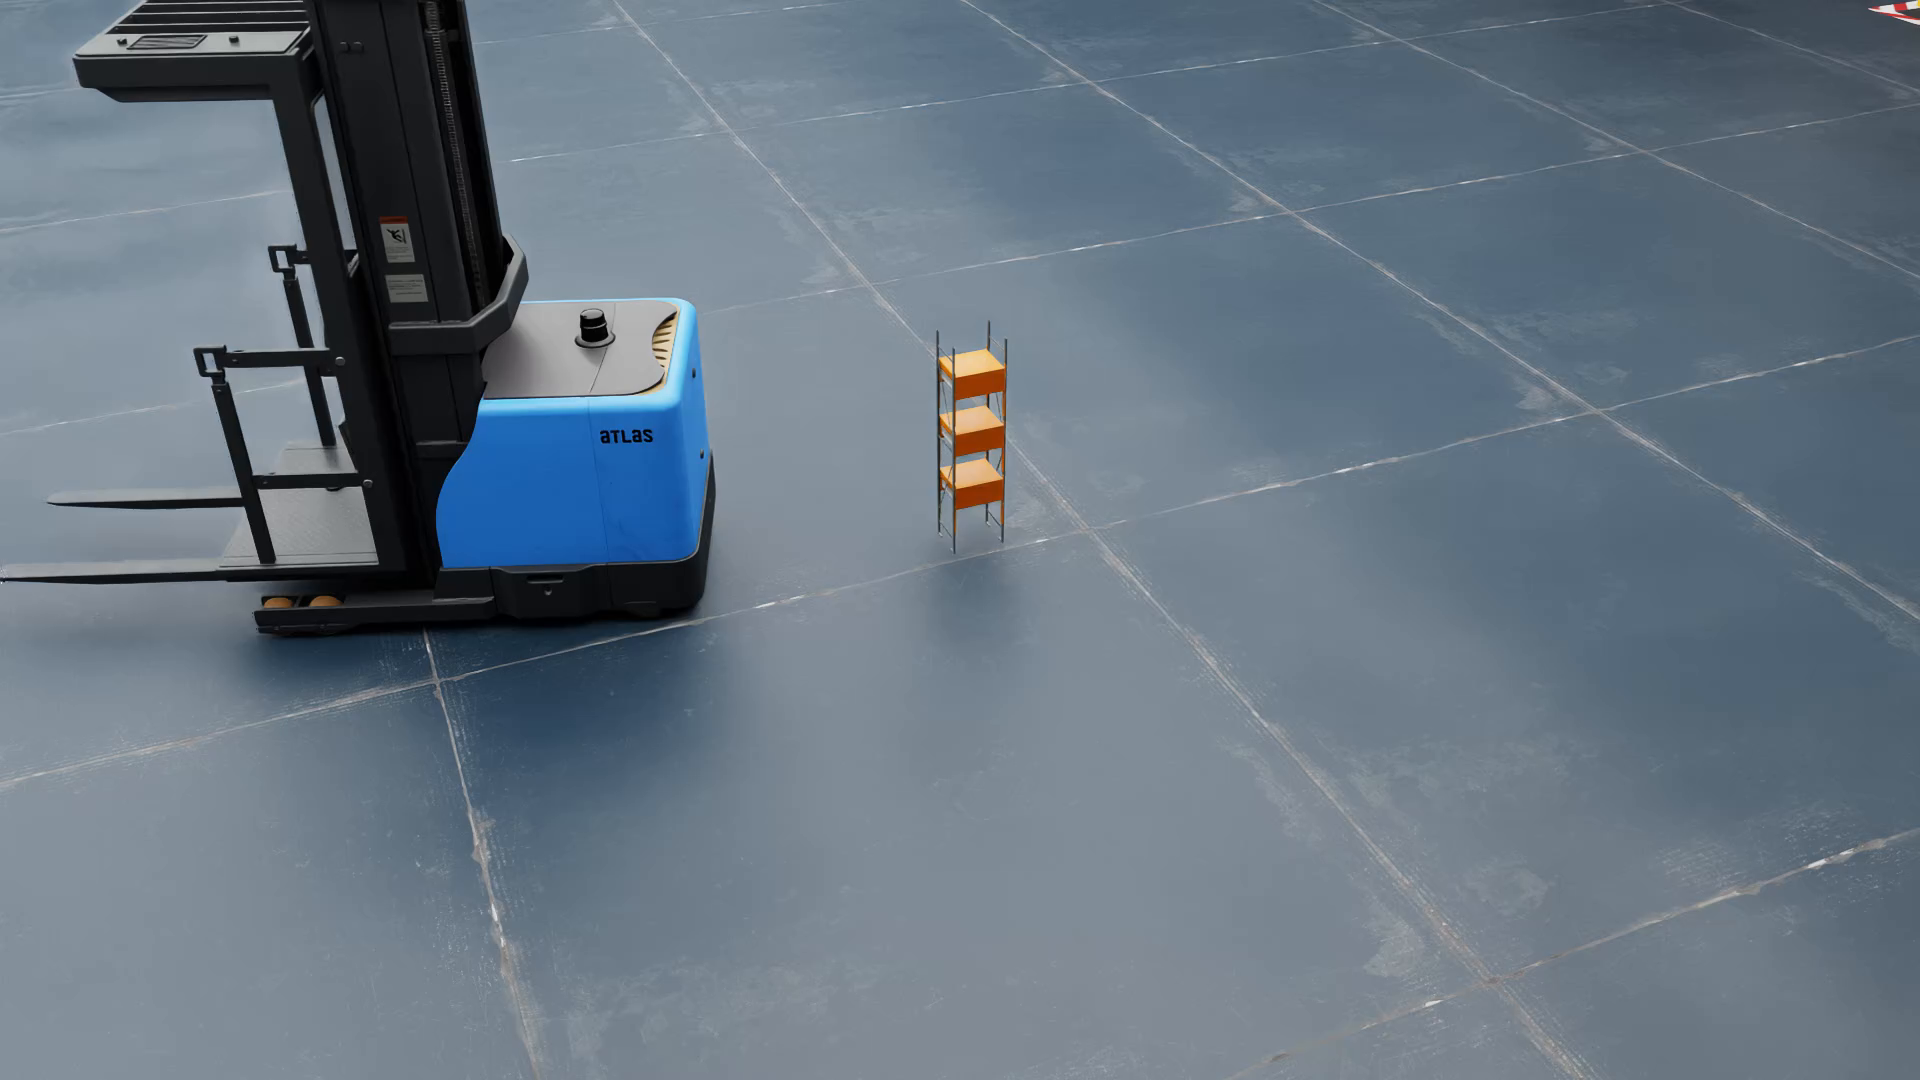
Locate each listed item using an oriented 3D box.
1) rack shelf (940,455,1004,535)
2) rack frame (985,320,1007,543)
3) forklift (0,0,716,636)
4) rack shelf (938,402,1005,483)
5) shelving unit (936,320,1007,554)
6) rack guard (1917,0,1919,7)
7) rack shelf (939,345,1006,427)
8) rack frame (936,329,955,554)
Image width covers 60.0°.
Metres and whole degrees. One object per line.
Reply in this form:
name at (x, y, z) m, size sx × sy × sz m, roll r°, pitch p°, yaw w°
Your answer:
rack shelf at (0.049, -0.210, 7.638) m, size 0.240 × 0.259 × 0.215 m, roll -13°, pitch 35°, yaw -19°
rack frame at (0.162, -0.477, 7.521) m, size 0.008 × 1.050 × 0.200 m, roll -13°, pitch 35°, yaw -19°
forklift at (-2.656, -1.114, 6.774) m, size 3.031 × 2.935 × 1.130 m, roll -2°, pitch 33°, yaw -3°
rack shelf at (0.049, -0.442, 7.487) m, size 0.240 × 0.259 × 0.215 m, roll -13°, pitch 35°, yaw -19°
shelving unit at (0.049, -0.451, 7.481) m, size 0.252 × 1.050 × 0.215 m, roll -13°, pitch 35°, yaw -19°
rack guard at (9.172, -4.882, 14.795) m, size 0.348 × 0.500 × 1.175 m, roll -13°, pitch 35°, yaw -19°
rack shelf at (0.049, -0.680, 7.332) m, size 0.240 × 0.259 × 0.215 m, roll -13°, pitch 35°, yaw -19°
rack frame at (-0.063, -0.426, 7.441) m, size 0.008 × 1.050 × 0.200 m, roll -13°, pitch 35°, yaw -19°
